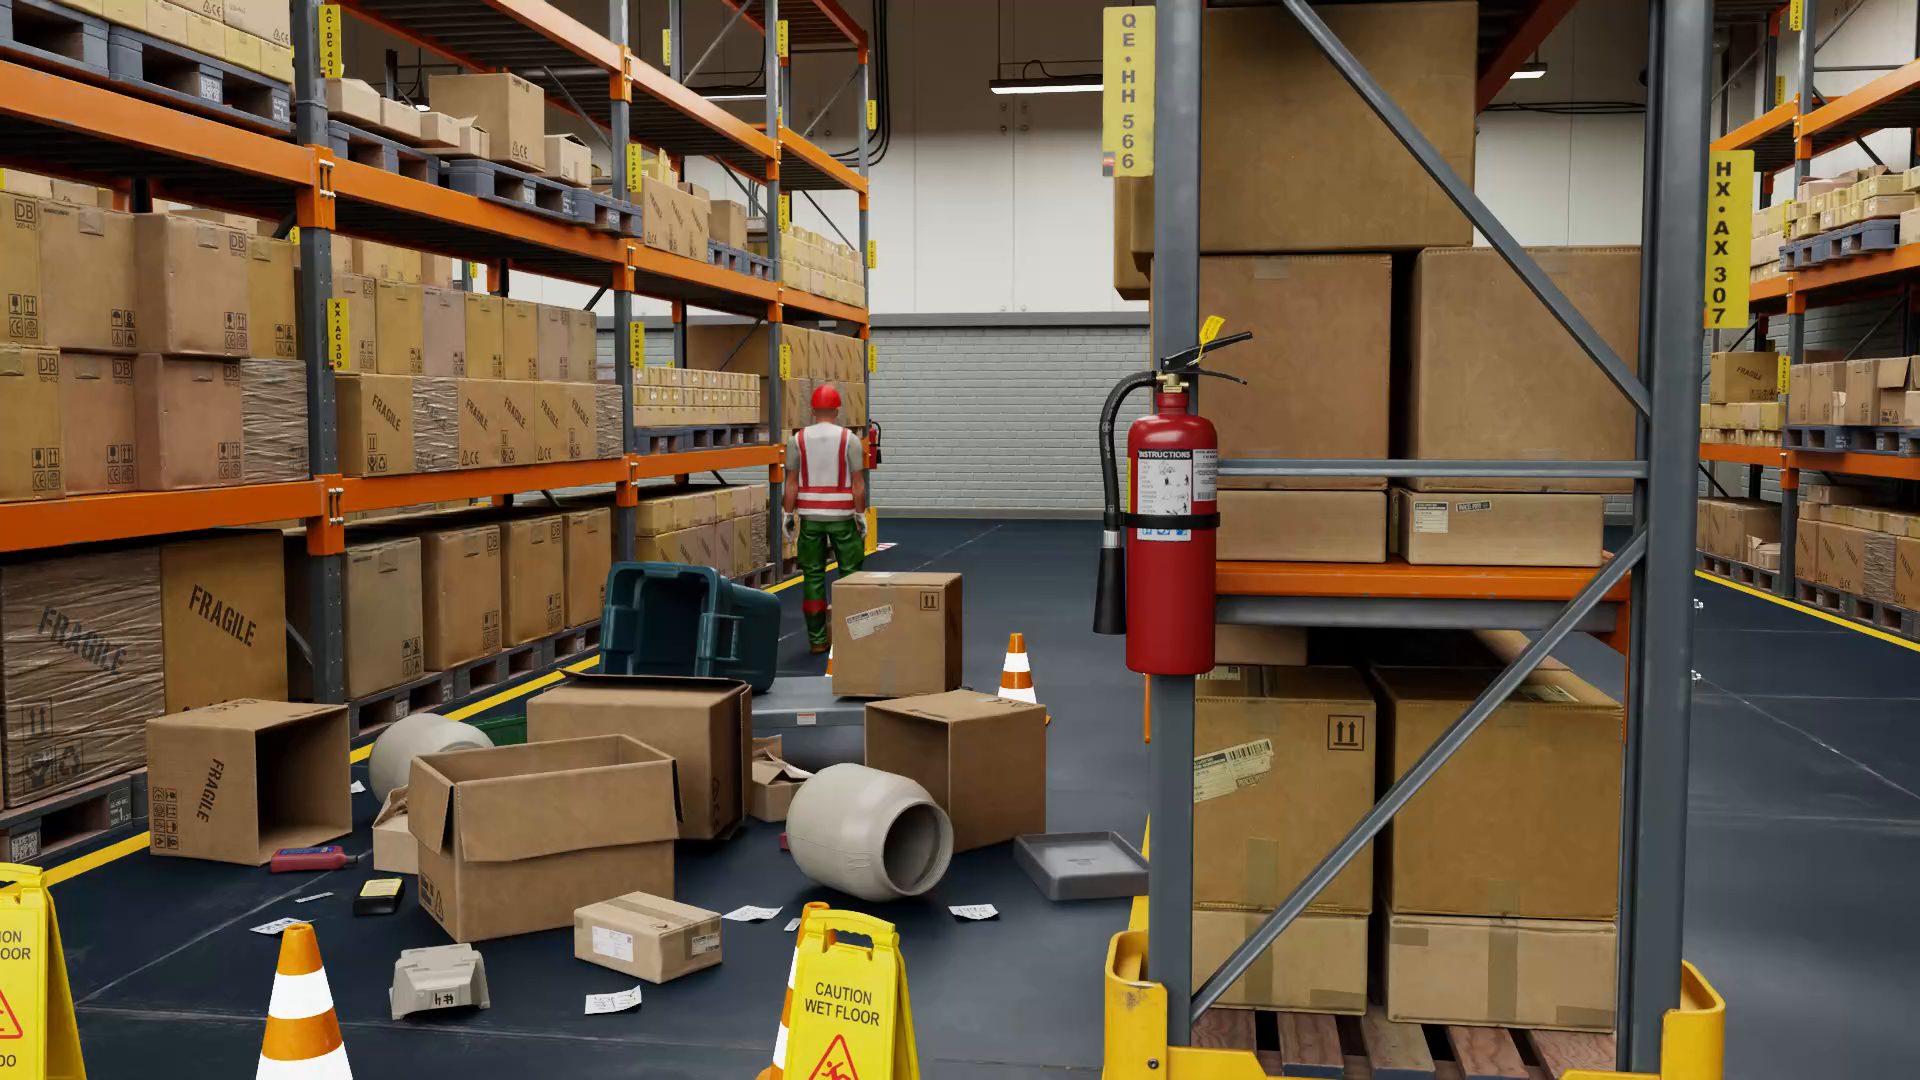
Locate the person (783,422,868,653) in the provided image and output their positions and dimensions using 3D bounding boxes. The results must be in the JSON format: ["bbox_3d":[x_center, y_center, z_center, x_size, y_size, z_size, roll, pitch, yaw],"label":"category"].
[{"bbox_3d":[-0.899,-0.018,11.181,0.578,1.552,0.370,0,4,3],"label":"person"}]
